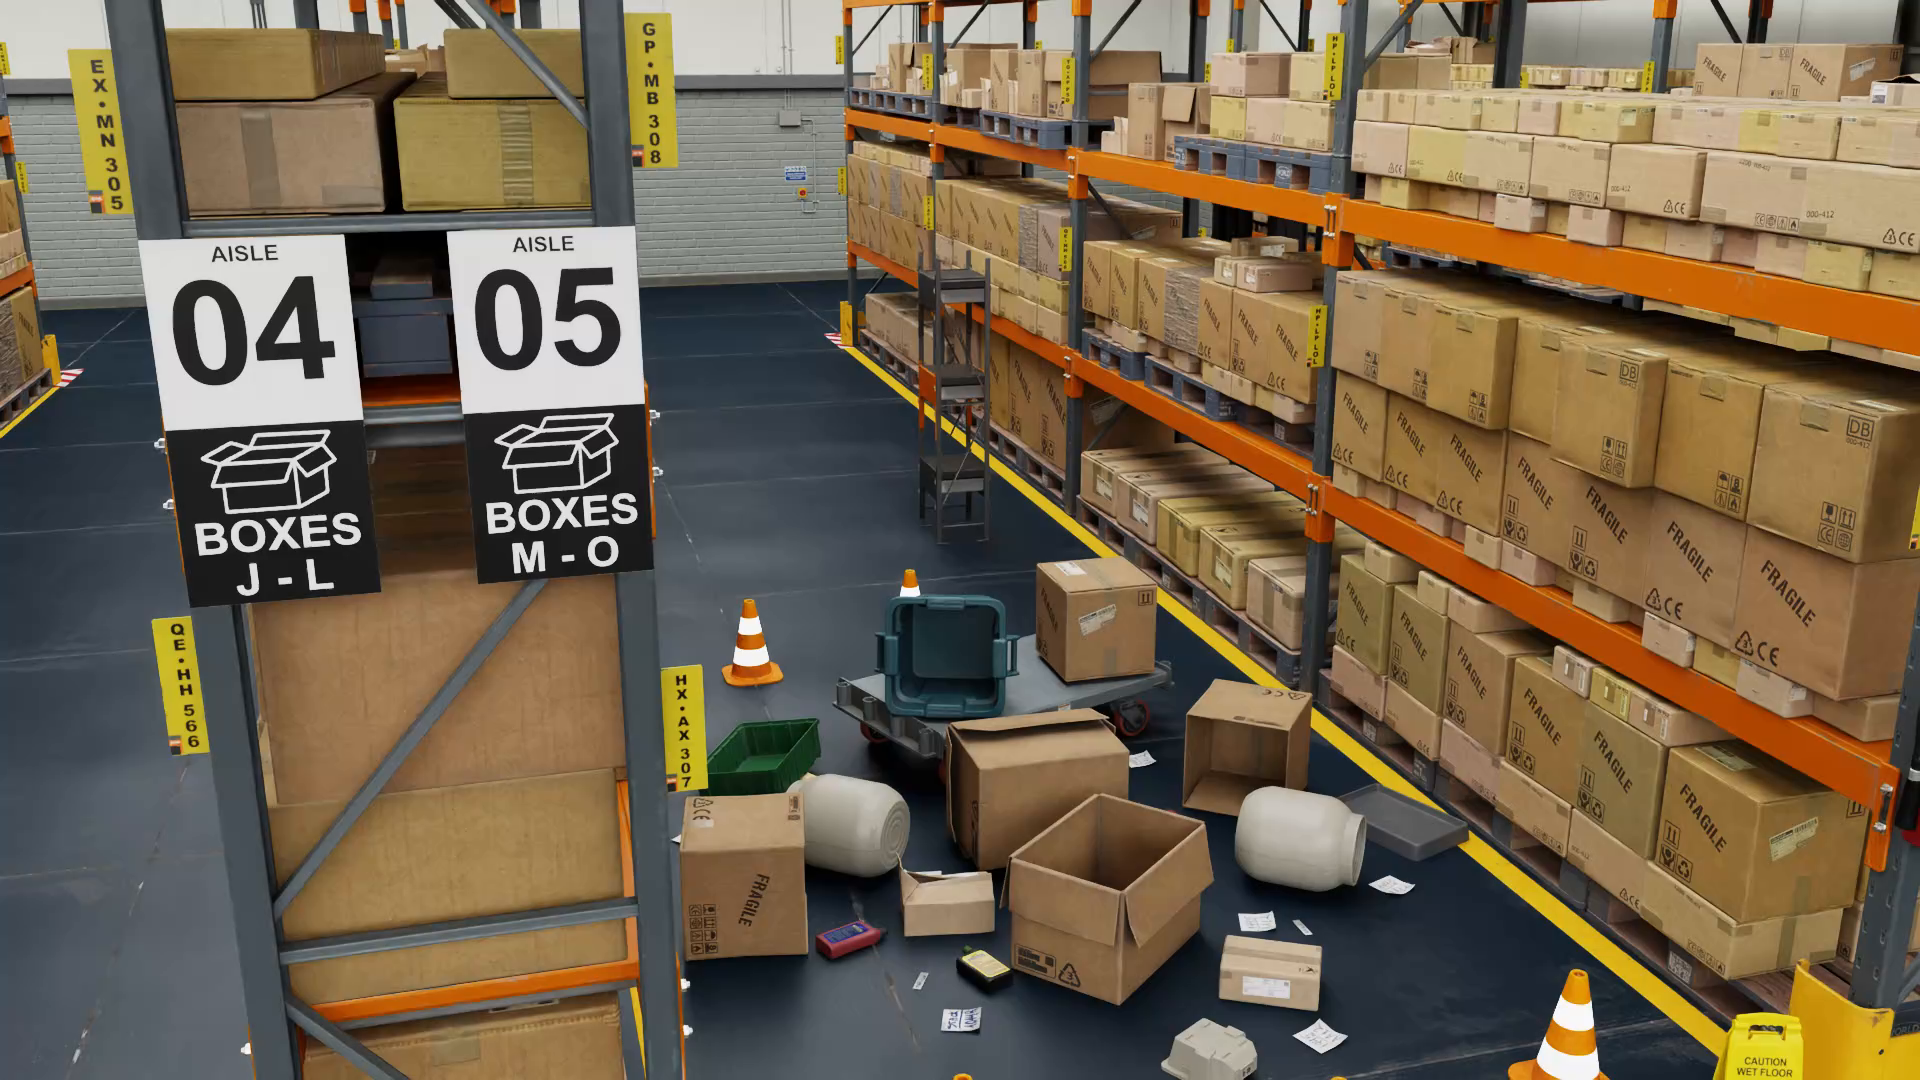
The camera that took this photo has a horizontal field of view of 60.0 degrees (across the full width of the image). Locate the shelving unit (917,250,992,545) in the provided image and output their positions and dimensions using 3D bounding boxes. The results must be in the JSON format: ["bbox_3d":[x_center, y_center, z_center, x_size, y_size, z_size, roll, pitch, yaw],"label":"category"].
[{"bbox_3d":[-0.045,-1.051,12.302,0.431,2.100,0.503,-5,17,-15],"label":"shelving unit"}]

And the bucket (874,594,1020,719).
[{"bbox_3d":[-0.053,0.545,8.471,0.726,0.611,0.620,1,7,4],"label":"bucket"}]

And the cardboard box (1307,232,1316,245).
[{"bbox_3d":[4.260,-3.552,19.499,0.380,0.149,0.250,-5,17,-15],"label":"cardboard box"}]

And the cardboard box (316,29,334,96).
[{"bbox_3d":[-1.694,-1.126,3.920,0.380,0.149,0.250,-5,17,-15],"label":"cardboard box"}]

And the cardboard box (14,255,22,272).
[{"bbox_3d":[-9.914,-2.841,17.131,0.380,0.149,0.250,-5,17,-15],"label":"cardboard box"}]

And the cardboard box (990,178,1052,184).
[{"bbox_3d":[0.590,-3.205,15.997,0.500,0.500,0.500,-4,17,-13],"label":"cardboard box"}]

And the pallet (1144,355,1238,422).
[{"bbox_3d":[1.909,-1.040,11.032,1.003,0.211,1.213,-5,17,-15],"label":"pallet"}]

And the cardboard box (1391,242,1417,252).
[{"bbox_3d":[4.916,-3.273,17.231,0.700,0.500,0.500,-4,17,-14],"label":"cardboard box"}]

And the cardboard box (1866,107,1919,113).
[{"bbox_3d":[3.531,-1.493,6.046,0.380,0.149,0.250,-5,17,-15],"label":"cardboard box"}]

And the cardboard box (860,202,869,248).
[{"bbox_3d":[-0.851,-3.643,19.193,0.500,0.500,0.500,-5,17,-16],"label":"cardboard box"}]

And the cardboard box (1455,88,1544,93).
[{"bbox_3d":[2.722,-2.197,8.389,0.380,0.149,0.250,-4,17,-14],"label":"cardboard box"}]

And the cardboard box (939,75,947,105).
[{"bbox_3d":[0.027,-4.189,15.475,0.396,0.266,0.258,-5,17,-16],"label":"cardboard box"}]

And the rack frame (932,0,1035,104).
[{"bbox_3d":[0.226,-5.655,15.637,1.000,3.000,0.127,-5,17,-15],"label":"rack frame"}]

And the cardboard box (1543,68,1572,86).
[{"bbox_3d":[5.433,-4.128,14.818,0.380,0.149,0.250,-5,17,-16],"label":"cardboard box"}]

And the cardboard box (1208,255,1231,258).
[{"bbox_3d":[2.010,-1.682,11.416,0.500,0.500,0.500,-6,18,-19],"label":"cardboard box"}]

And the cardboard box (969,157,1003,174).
[{"bbox_3d":[0.303,-3.797,16.839,0.380,0.149,0.250,-4,17,-14],"label":"cardboard box"}]

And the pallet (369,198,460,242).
[{"bbox_3d":[-1.760,-0.980,5.441,1.003,0.211,1.213,-5,17,-15],"label":"pallet"}]

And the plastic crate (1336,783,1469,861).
[{"bbox_3d":[2.068,1.328,7.892,0.402,0.080,0.583,-12,20,-34],"label":"plastic crate"}]

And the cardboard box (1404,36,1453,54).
[{"bbox_3d":[4.745,-4.971,16.868,0.396,0.266,0.258,-5,17,-16],"label":"cardboard box"}]

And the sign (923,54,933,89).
[{"bbox_3d":[-0.307,-4.460,15.835,0.100,0.325,0.005,-5,17,-15],"label":"sign"}]

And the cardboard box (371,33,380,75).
[{"bbox_3d":[-2.393,-1.829,6.260,0.380,0.149,0.250,-5,17,-16],"label":"cardboard box"}]

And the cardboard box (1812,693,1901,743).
[{"bbox_3d":[3.216,0.571,5.774,0.380,0.149,0.250,-4,17,-13],"label":"cardboard box"}]

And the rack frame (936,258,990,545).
[{"bbox_3d":[0.022,-0.984,12.078,0.400,2.100,0.015,-5,17,-15],"label":"rack frame"}]

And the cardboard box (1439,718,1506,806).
[{"bbox_3d":[2.633,1.024,7.878,0.500,0.250,0.500,-5,17,-16],"label":"cardboard box"}]

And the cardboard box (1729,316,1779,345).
[{"bbox_3d":[6.266,-1.574,12.738,0.500,0.250,0.500,-5,18,-17],"label":"cardboard box"}]

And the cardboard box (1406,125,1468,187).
[{"bbox_3d":[2.433,-1.791,7.731,0.500,0.250,0.500,-5,17,-16],"label":"cardboard box"}]

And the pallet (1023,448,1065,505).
[{"bbox_3d":[1.181,-0.564,13.964,1.003,0.211,1.213,-5,17,-15],"label":"pallet"}]

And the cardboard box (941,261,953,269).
[{"bbox_3d":[0.093,-2.568,16.047,0.500,0.250,0.500,-5,17,-17],"label":"cardboard box"}]

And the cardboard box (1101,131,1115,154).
[{"bbox_3d":[1.249,-2.891,12.087,0.380,0.149,0.250,-5,17,-15],"label":"cardboard box"}]

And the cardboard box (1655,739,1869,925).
[{"bbox_3d":[3.053,1.093,6.346,0.500,0.500,0.500,-5,17,-15],"label":"cardboard box"}]

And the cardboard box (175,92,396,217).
[{"bbox_3d":[-1.611,-0.913,3.904,0.500,0.250,0.500,-4,17,-15],"label":"cardboard box"}]

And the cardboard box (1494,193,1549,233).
[{"bbox_3d":[2.545,-1.416,7.176,0.380,0.149,0.250,-5,17,-16],"label":"cardboard box"}]

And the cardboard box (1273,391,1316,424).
[{"bbox_3d":[2.018,-0.771,9.510,0.380,0.149,0.250,-4,17,-14],"label":"cardboard box"}]

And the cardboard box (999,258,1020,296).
[{"bbox_3d":[0.643,-2.239,14.083,0.500,0.250,0.500,-5,17,-17],"label":"cardboard box"}]

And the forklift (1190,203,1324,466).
[{"bbox_3d":[3.048,-2.269,14.912,3.031,2.935,1.130,-10,20,-31],"label":"forklift"}]

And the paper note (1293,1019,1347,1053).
[{"bbox_3d":[1.350,1.855,6.224,0.148,0.019,0.142,-12,20,-34],"label":"paper note"}]

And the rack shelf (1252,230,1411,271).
[{"bbox_3d":[4.448,-3.384,19.755,1.077,0.370,4.000,-5,17,-15],"label":"rack shelf"}]

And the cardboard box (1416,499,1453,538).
[{"bbox_3d":[2.459,-0.129,8.103,0.380,0.149,0.250,-4,17,-14],"label":"cardboard box"}]

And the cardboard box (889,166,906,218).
[{"bbox_3d":[-0.450,-3.699,17.639,0.500,0.500,0.500,-4,17,-15],"label":"cardboard box"}]

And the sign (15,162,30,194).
[{"bbox_3d":[-9.876,-3.812,17.505,0.100,0.325,0.005,-5,17,-15],"label":"sign"}]

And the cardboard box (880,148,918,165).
[{"bbox_3d":[-0.656,-4.174,18.093,0.380,0.149,0.250,-5,17,-17],"label":"cardboard box"}]

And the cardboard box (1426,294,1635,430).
[{"bbox_3d":[2.568,-0.816,7.525,0.700,0.500,0.500,-5,17,-16],"label":"cardboard box"}]

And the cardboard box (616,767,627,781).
[{"bbox_3d":[-1.558,0.470,5.412,0.875,0.550,0.550,-5,17,-15],"label":"cardboard box"}]

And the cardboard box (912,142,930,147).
[{"bbox_3d":[-0.337,-4.510,19.211,0.380,0.149,0.250,-5,17,-16],"label":"cardboard box"}]

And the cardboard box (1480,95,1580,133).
[{"bbox_3d":[2.524,-1.872,7.306,0.380,0.149,0.250,-5,18,-17],"label":"cardboard box"}]

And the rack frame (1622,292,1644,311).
[{"bbox_3d":[6.097,-2.069,14.127,1.000,3.000,0.127,-5,17,-15],"label":"rack frame"}]

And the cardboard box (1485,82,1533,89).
[{"bbox_3d":[5.144,-4.204,15.551,0.380,0.149,0.250,-4,17,-14],"label":"cardboard box"}]

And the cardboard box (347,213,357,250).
[{"bbox_3d":[-1.765,-0.815,4.269,0.380,0.149,0.250,-4,17,-14],"label":"cardboard box"}]

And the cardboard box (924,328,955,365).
[{"bbox_3d":[0.157,-1.938,17.415,0.875,0.438,0.875,-5,17,-16],"label":"cardboard box"}]

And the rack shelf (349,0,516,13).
[{"bbox_3d":[-2.857,-3.040,8.877,1.077,0.370,4.000,-5,17,-15],"label":"rack shelf"}]

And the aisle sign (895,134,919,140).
[{"bbox_3d":[-0.595,-5.178,19.957,0.394,0.787,0.004,-5,17,-15],"label":"aisle sign"}]

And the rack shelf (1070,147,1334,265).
[{"bbox_3d":[1.875,-2.215,10.647,1.077,0.370,4.000,-5,17,-15],"label":"rack shelf"}]

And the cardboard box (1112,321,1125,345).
[{"bbox_3d":[1.312,-1.492,11.911,0.380,0.149,0.250,-6,18,-19],"label":"cardboard box"}]
